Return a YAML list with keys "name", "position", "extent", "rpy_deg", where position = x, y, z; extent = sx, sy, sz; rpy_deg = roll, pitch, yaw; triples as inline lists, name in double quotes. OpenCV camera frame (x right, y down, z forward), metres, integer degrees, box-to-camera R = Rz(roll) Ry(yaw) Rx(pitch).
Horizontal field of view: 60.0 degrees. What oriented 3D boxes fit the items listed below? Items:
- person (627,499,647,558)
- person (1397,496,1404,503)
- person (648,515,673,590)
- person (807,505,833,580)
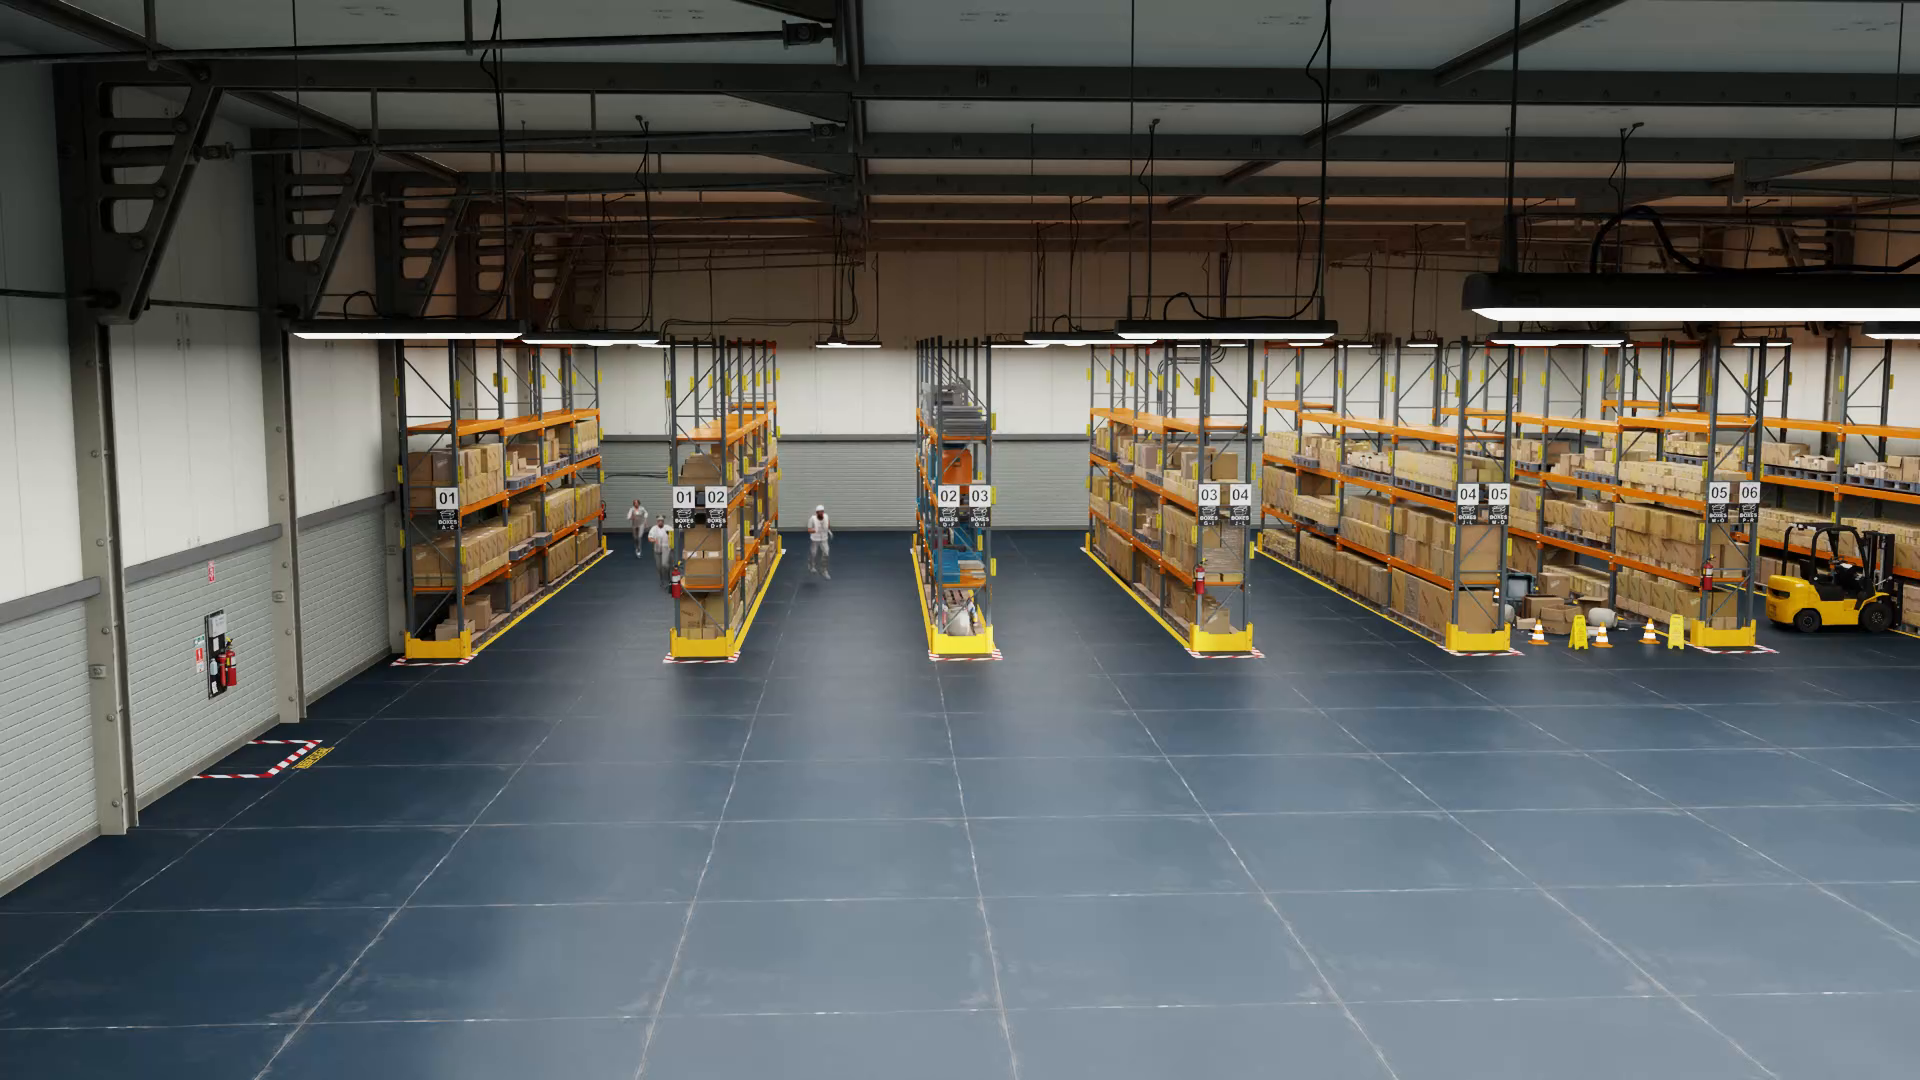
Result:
- name: "person"
  position: [-8.968, -0.353, 46.206]
  extent: [0.526, 1.595, 0.887]
  rpy_deg: [-1, 7, -5]
- name: "person"
  position: [12.982, -0.786, 49.594]
  extent: [0.761, 1.792, 0.676]
  rpy_deg: [-2, 7, -17]
- name: "person"
  position: [-7.211, 0.293, 40.206]
  extent: [0.609, 1.837, 0.851]
  rpy_deg: [0, 6, 3]
- name: "person"
  position: [-3.391, 0.038, 40.309]
  extent: [0.721, 1.802, 0.980]
  rpy_deg: [-3, 7, -23]
